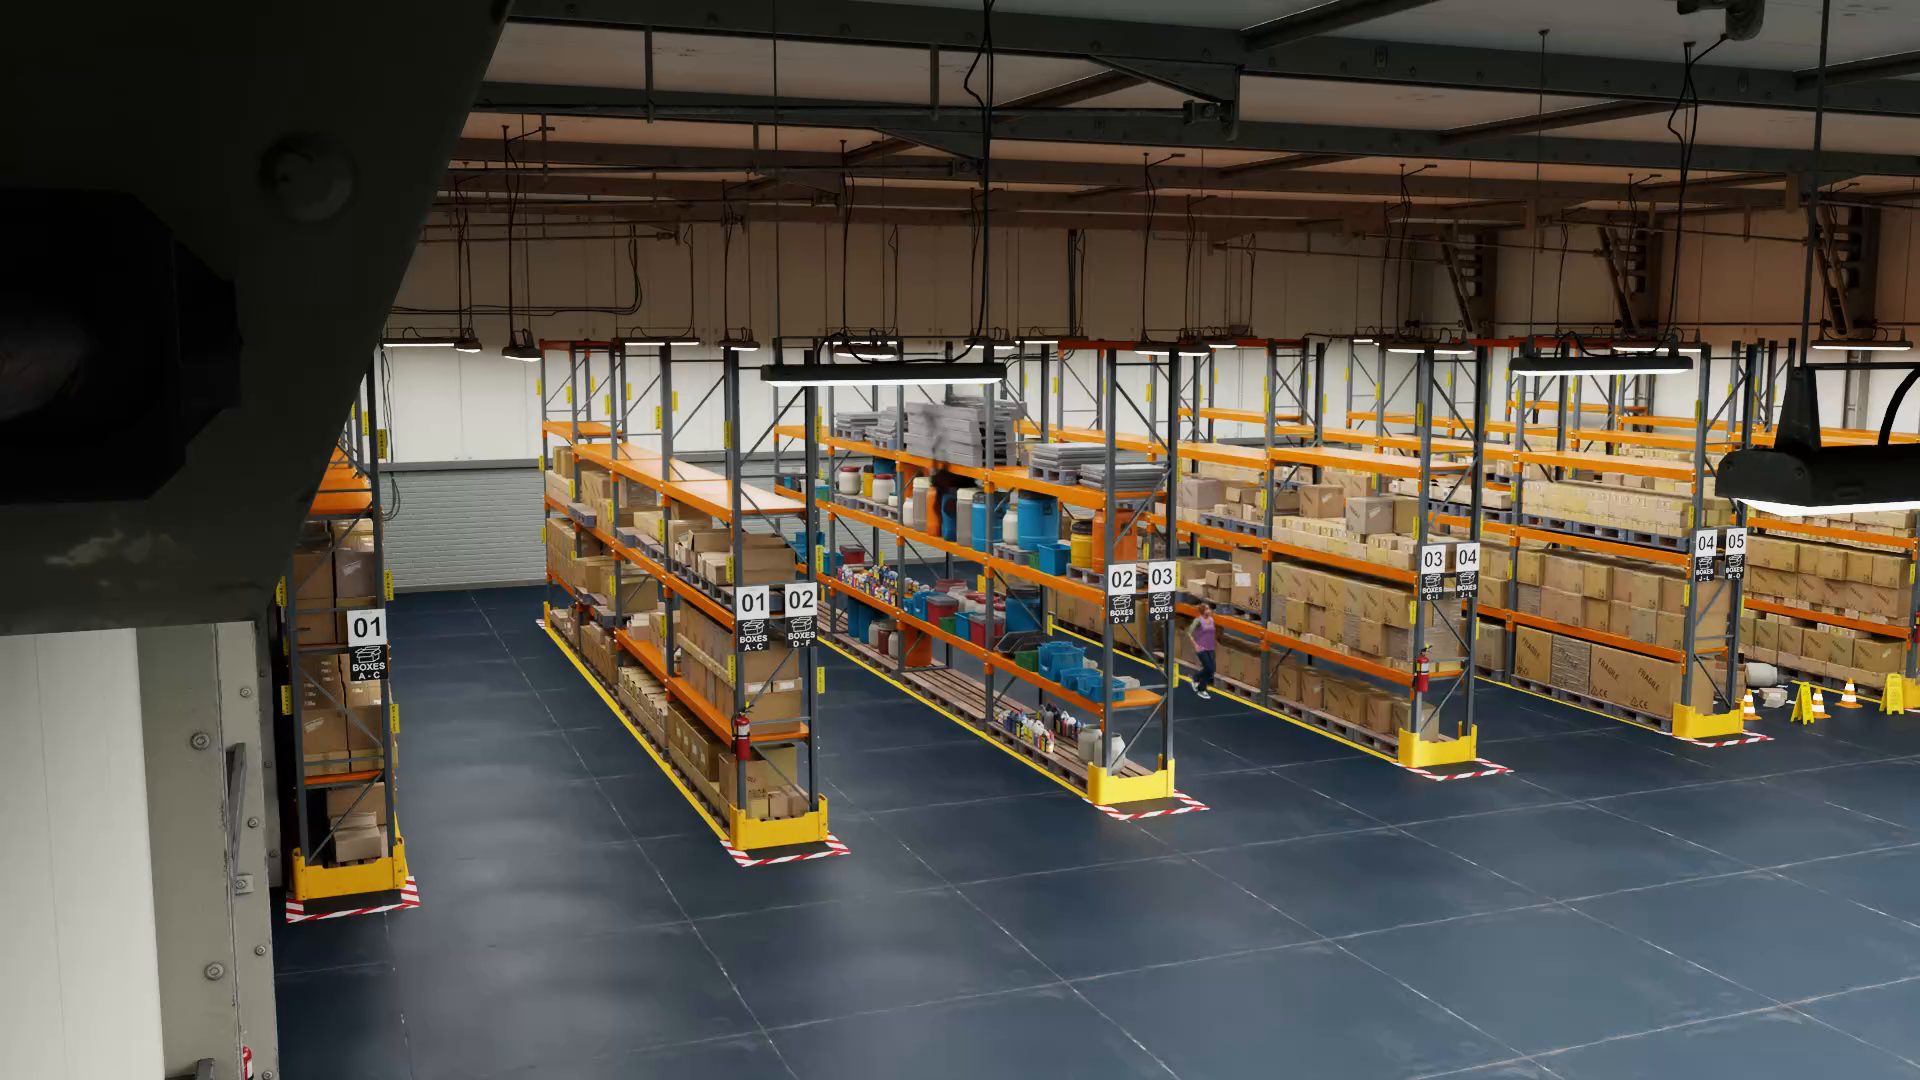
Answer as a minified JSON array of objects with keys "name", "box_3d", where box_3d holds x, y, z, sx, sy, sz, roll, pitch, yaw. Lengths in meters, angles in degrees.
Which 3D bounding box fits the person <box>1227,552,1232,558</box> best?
[{"name":"person","box_3d":[7.102,0.019,42.411,0.570,1.626,0.572,-4,8,-27]}]

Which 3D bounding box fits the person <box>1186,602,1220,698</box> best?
[{"name":"person","box_3d":[3.963,1.785,26.880,0.536,1.561,0.486,-5,9,-33]}]
